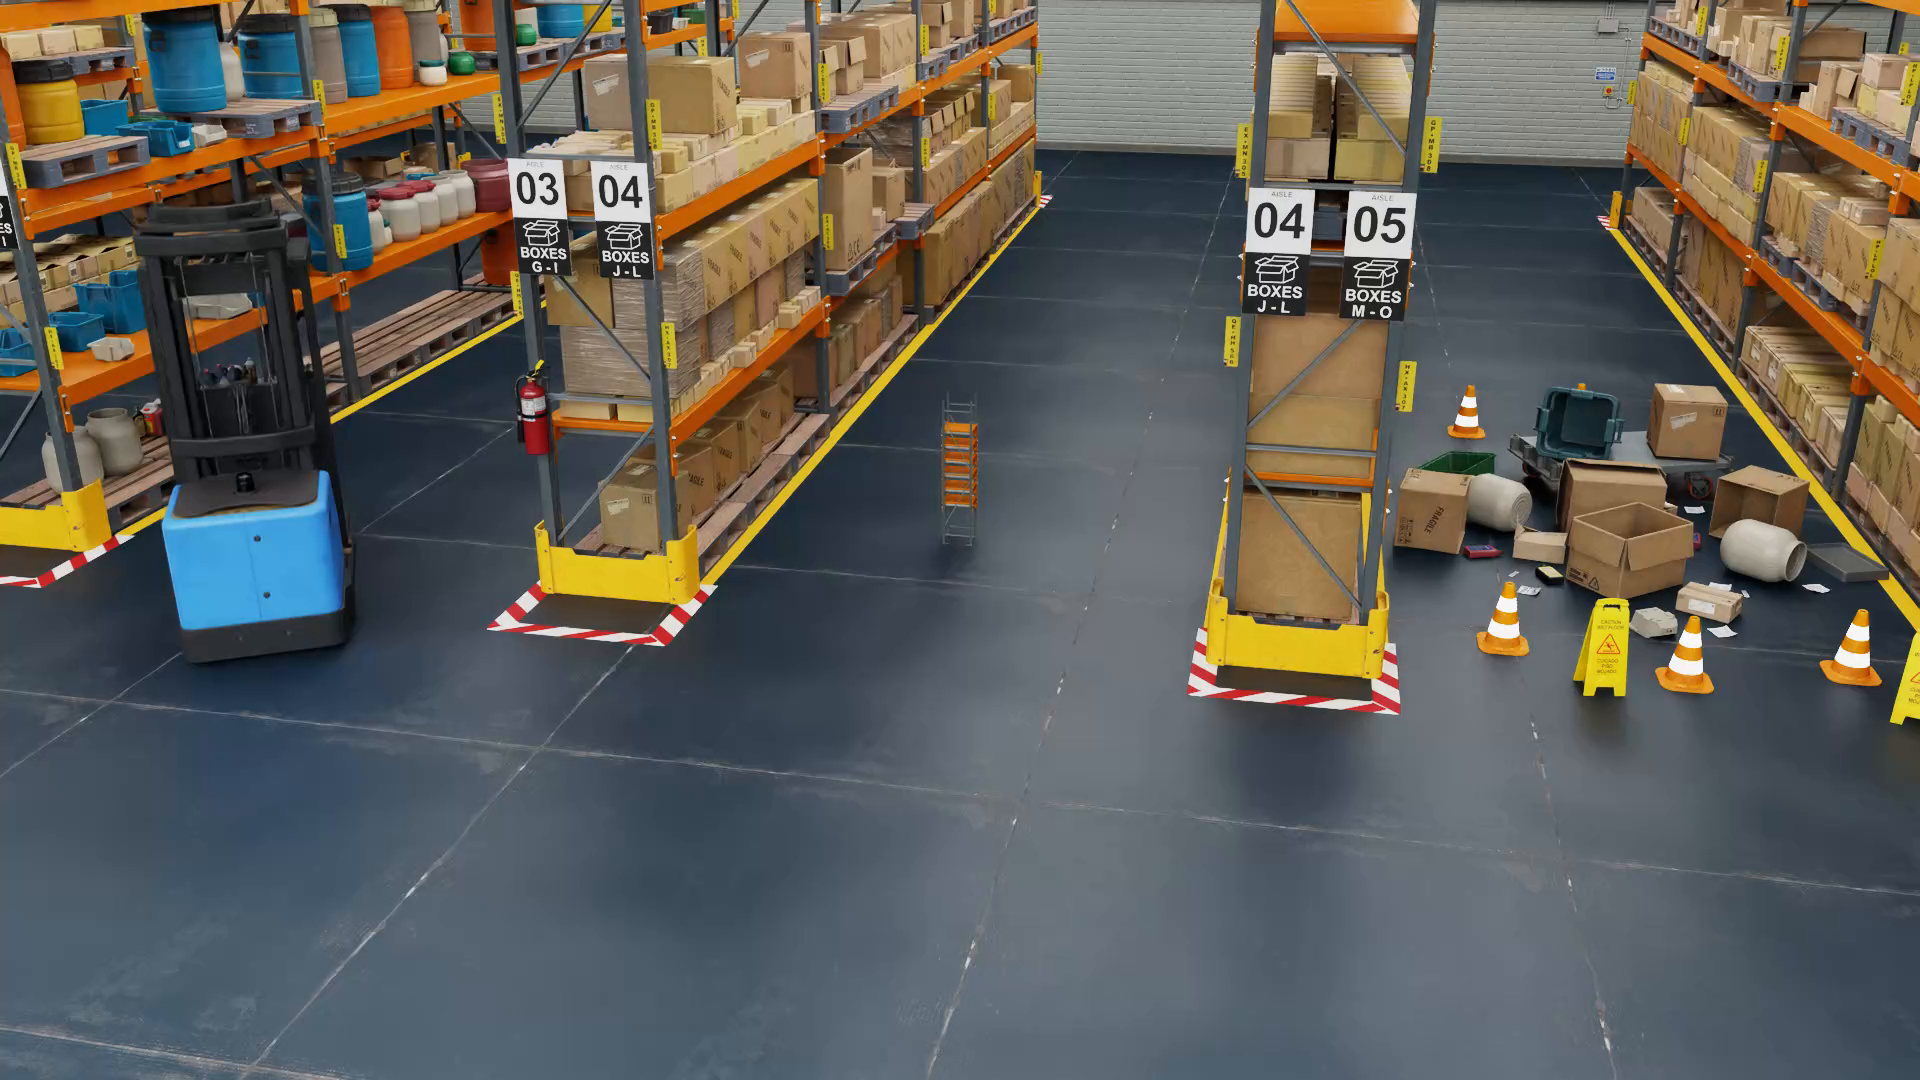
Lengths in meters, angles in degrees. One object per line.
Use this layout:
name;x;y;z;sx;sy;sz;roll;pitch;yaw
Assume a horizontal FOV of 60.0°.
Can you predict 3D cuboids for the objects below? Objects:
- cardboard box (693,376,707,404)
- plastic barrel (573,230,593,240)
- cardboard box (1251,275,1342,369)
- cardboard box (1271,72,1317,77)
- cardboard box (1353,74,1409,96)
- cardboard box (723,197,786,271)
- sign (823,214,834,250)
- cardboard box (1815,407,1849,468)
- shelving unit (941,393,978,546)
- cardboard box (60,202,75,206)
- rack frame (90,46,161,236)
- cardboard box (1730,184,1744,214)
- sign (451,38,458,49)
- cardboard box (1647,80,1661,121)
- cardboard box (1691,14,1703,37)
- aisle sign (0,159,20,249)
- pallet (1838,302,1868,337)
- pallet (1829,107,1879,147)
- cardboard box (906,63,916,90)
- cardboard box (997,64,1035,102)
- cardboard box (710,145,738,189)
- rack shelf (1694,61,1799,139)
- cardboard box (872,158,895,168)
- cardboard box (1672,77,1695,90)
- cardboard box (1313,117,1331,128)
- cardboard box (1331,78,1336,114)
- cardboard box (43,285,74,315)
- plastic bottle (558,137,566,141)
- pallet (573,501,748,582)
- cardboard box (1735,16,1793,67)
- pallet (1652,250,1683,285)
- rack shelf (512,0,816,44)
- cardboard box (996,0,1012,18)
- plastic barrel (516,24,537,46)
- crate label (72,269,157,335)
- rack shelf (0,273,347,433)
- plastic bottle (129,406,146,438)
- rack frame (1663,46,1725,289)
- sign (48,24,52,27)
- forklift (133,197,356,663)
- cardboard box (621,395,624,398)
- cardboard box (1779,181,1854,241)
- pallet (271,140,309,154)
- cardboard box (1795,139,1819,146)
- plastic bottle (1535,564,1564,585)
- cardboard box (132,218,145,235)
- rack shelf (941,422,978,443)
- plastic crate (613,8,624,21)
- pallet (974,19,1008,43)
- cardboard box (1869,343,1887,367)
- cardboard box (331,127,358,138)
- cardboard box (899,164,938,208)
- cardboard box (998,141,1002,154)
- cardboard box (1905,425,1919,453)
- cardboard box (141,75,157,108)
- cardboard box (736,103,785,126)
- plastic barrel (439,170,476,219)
cardboard box;-2.131;-1.142;12.540;0.380;0.149;0.250;4;22;11
plastic barrel;-5.230;-4.523;22.846;0.600;0.901;0.708;4;22;11
cardboard box;2.413;-1.488;11.418;0.875;0.550;0.550;4;22;11
cardboard box;2.428;-3.353;12.252;0.380;0.149;0.250;4;22;11
cardboard box;3.072;-3.306;12.136;0.380;0.149;0.250;4;22;10
cardboard box;-1.768;-2.552;13.834;0.500;0.500;0.500;4;22;11
sign;-1.209;-2.818;15.207;0.100;0.325;0.005;4;22;11
cardboard box;8.064;-0.867;14.478;0.950;0.372;0.625;5;22;12
shelving unit;-0.003;-0.551;13.147;0.258;1.200;0.189;4;22;11
cardboard box;-10.828;-4.087;19.853;0.380;0.149;0.250;6;23;15
rack frame;-10.623;-4.674;20.975;1.000;3.000;0.127;4;22;11
cardboard box;8.727;-3.709;18.109;0.500;0.250;0.500;4;22;10
sign;-8.451;-8.234;27.841;0.100;0.325;0.005;4;22;11
cardboard box;9.836;-6.066;22.958;0.500;0.500;0.500;4;22;11
cardboard box;9.409;-6.453;20.861;0.396;0.266;0.258;5;23;13
aisle sign;-7.135;-2.527;12.163;0.394;0.787;0.004;4;22;11
pallet;8.258;-1.879;14.291;1.003;0.211;1.213;4;22;11
pallet;8.399;-3.601;14.546;1.213;0.211;1.003;4;22;11
cardboard box;-0.782;-5.047;18.086;0.500;0.250;0.500;5;22;11
cardboard box;0.865;-7.062;25.701;0.500;0.500;0.500;5;22;12
cardboard box;-2.002;-2.840;12.607;0.500;0.250;0.500;4;22;11
rack shelf;9.184;-4.951;18.611;1.077;0.370;4.000;4;22;11
cardboard box;-0.997;-3.958;18.501;0.500;0.500;0.500;2;22;4
cardboard box;9.666;-6.036;22.015;0.380;0.149;0.250;4;22;10
cardboard box;2.206;-2.661;11.068;0.500;0.250;0.500;5;22;11
cardboard box;3.081;-3.873;14.476;0.500;0.250;0.500;5;22;11
cardboard box;-10.801;-2.822;19.494;0.500;0.250;0.500;5;22;12
plastic bottle;-5.500;-5.427;23.009;0.152;0.276;0.135;4;22;11
pallet;-2.342;-0.021;13.153;1.003;0.211;1.213;4;22;11
cardboard box;8.852;-5.462;18.218;0.500;0.500;0.500;5;22;11
pallet;9.824;-3.604;22.050;1.003;0.211;1.213;4;22;11
rack shelf;-2.150;-4.171;12.662;1.077;0.370;4.000;4;22;11
cardboard box;0.351;-7.727;23.710;0.700;0.500;0.500;5;23;13
plastic barrel;-5.333;-6.179;20.343;0.294;0.245;0.294;0;22;0
crate label;-7.296;-2.080;14.485;0.502;0.435;0.616;4;22;11
rack shelf;-6.999;-1.767;14.720;1.077;0.370;4.000;4;22;11
plastic bottle;-7.455;-1.063;15.055;0.061;0.283;0.133;5;22;12
rack frame;9.592;-4.625;20.853;1.000;3.000;0.127;4;22;11
sign;-11.153;-6.348;20.422;0.100;0.325;0.005;4;22;11
forklift;-5.170;-1.056;12.083;1.130;2.935;3.031;-7;23;-17
cardboard box;-2.650;-1.087;12.403;0.380;0.149;0.250;4;22;11
cardboard box;8.358;-3.203;16.229;0.500;0.500;0.500;6;23;14
pallet;-10.076;-5.764;23.938;1.003;0.211;1.213;4;22;11
cardboard box;9.208;-4.016;17.869;0.500;0.500;0.500;5;22;11
plastic bottle;4.474;0.257;12.663;0.133;0.061;0.283;-3;22;-8
cardboard box;-10.662;-4.079;22.253;0.500;0.500;0.500;5;23;13
rack shelf;-0.003;-0.844;13.029;0.258;0.103;0.180;4;22;11
plastic crate;-4.896;-7.770;24.806;0.437;0.282;0.530;4;22;11
pallet;0.068;-7.029;22.926;1.003;0.211;1.213;4;22;11
cardboard box;7.581;-1.492;13.410;0.380;0.149;0.250;4;22;11
cardboard box;-9.436;-6.349;25.000;0.500;0.500;0.500;5;22;12
cardboard box;-0.560;-4.121;19.468;0.500;0.500;0.500;5;22;12
cardboard box;0.383;-5.539;23.459;0.380;0.149;0.250;5;23;13
cardboard box;7.336;-0.744;12.463;0.380;0.149;0.250;6;23;14
cardboard box;-14.072;-7.661;27.990;0.980;0.700;0.700;4;22;10
cardboard box;-1.667;-3.529;13.782;0.380;0.149;0.250;4;22;9
plastic barrel;-5.775;-3.955;19.038;0.421;0.512;0.421;0;22;0
